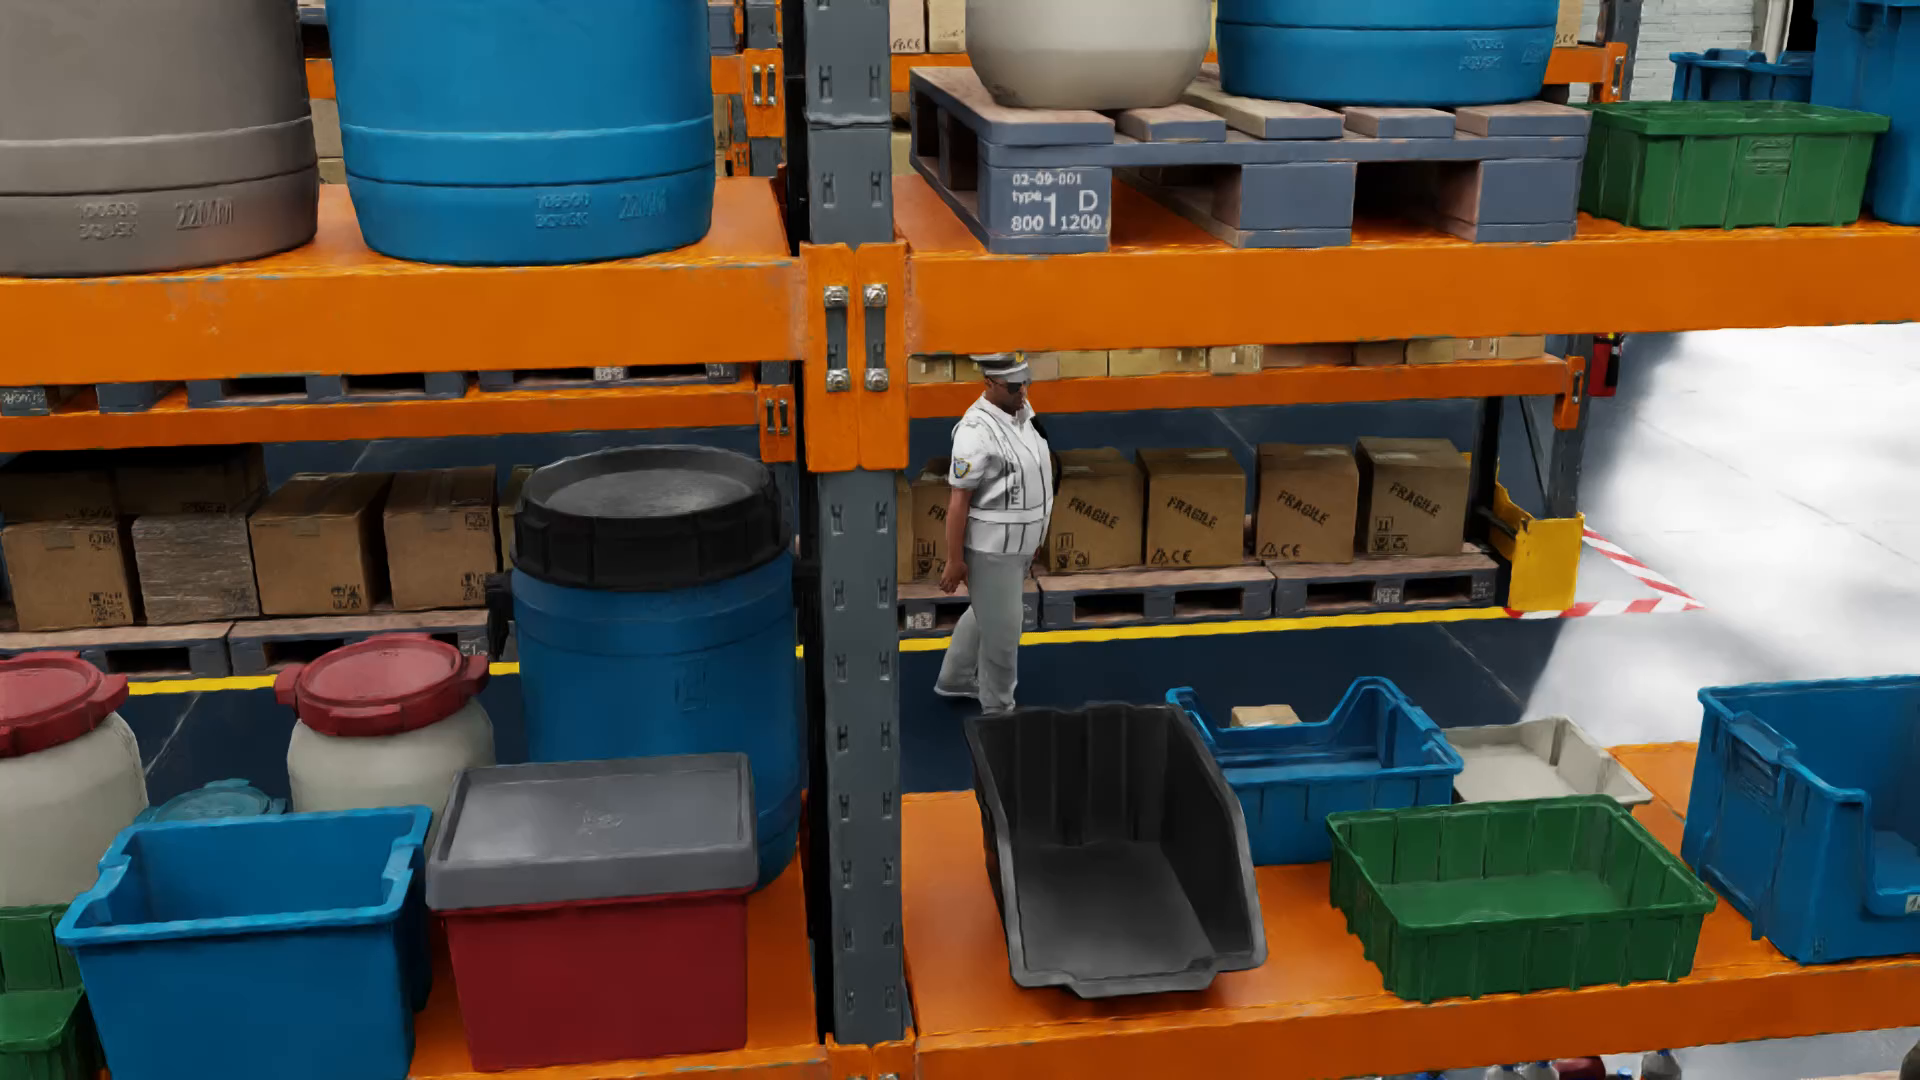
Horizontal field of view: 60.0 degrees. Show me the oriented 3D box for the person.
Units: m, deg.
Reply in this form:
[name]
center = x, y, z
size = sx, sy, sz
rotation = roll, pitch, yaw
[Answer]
[person]
center = 0.137, -0.009, 7.084
size = 0.633, 1.744, 0.609
rotation = 9, 22, 23
